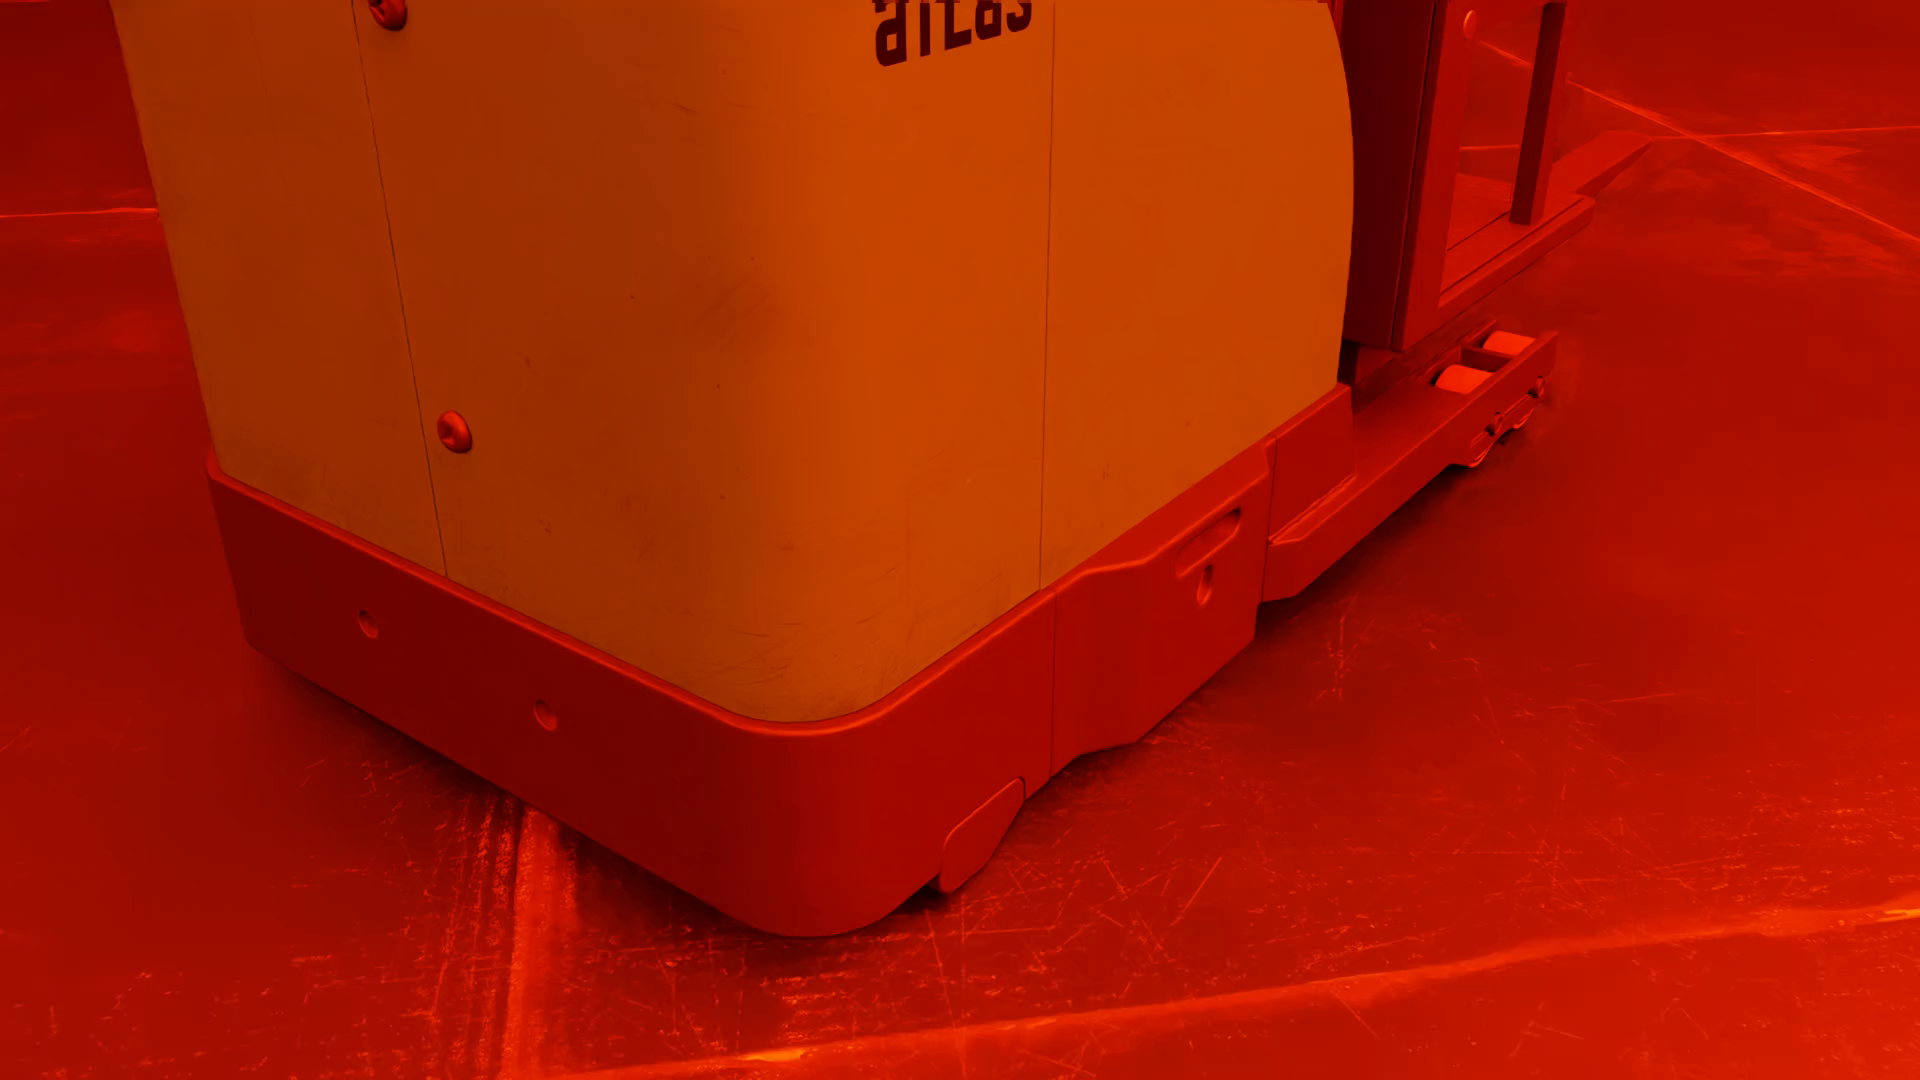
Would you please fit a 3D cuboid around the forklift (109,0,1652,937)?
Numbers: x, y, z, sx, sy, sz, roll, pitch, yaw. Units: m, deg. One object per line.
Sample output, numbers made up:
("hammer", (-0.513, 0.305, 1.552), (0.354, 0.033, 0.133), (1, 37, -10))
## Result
("forklift", (0.370, -1.537, 2.270), (1.130, 2.935, 3.031), (20, 34, 32))
